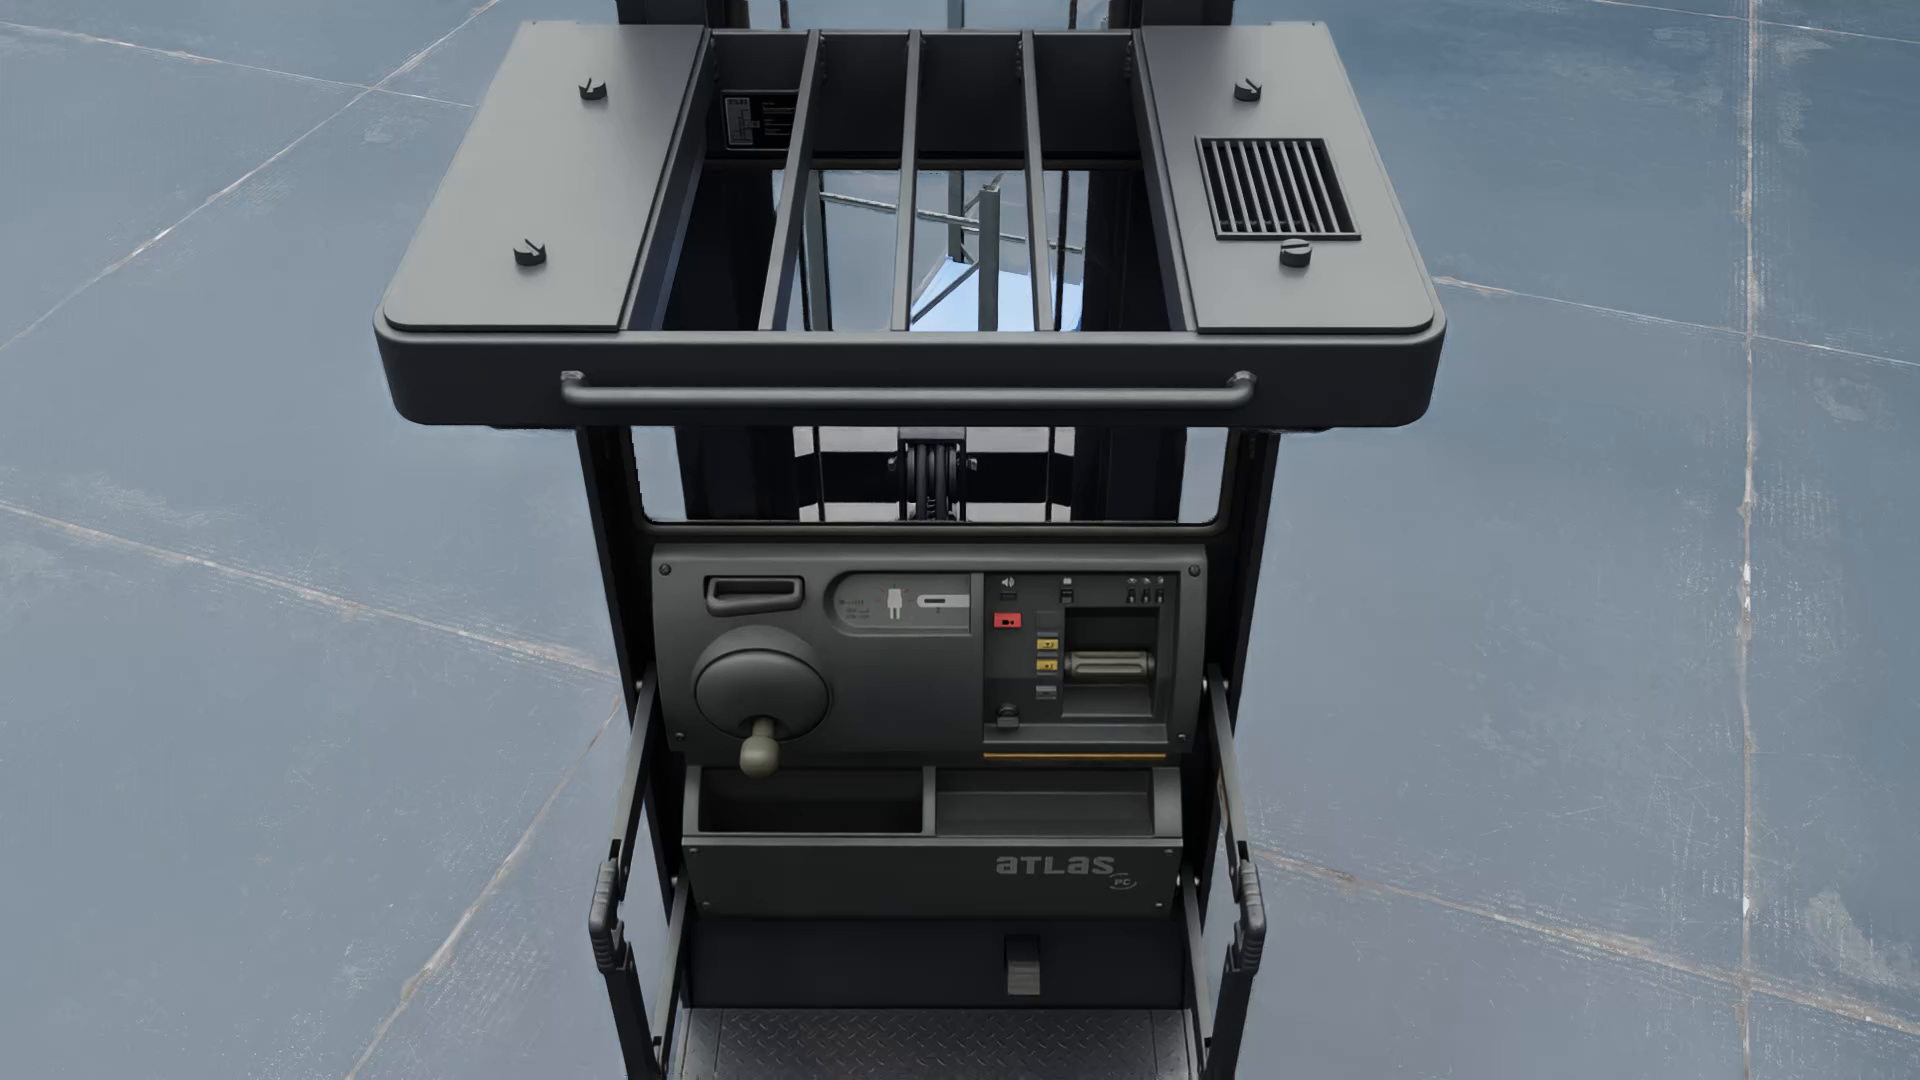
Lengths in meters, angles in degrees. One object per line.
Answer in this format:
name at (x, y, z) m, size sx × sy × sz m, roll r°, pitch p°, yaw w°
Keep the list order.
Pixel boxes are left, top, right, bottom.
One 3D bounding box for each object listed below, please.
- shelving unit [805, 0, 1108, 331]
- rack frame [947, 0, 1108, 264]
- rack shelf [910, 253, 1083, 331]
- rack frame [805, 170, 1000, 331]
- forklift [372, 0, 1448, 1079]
shelving unit at (0.029, -0.623, 4.824) m, size 0.538 × 1.500 × 1.048 m, roll 13°, pitch 42°, yaw 15°
rack frame at (0.203, -0.933, 5.188) m, size 0.500 × 1.500 × 0.032 m, roll 13°, pitch 42°, yaw 15°
rack shelf at (0.029, -0.486, 4.941) m, size 0.538 × 0.185 × 1.000 m, roll 13°, pitch 42°, yaw 15°
rack frame at (-0.145, -0.313, 4.461) m, size 0.500 × 1.500 × 0.032 m, roll 13°, pitch 42°, yaw 15°
forklift at (-0.049, 0.284, 2.659) m, size 1.130 × 2.935 × 3.031 m, roll 0°, pitch 40°, yaw 0°
